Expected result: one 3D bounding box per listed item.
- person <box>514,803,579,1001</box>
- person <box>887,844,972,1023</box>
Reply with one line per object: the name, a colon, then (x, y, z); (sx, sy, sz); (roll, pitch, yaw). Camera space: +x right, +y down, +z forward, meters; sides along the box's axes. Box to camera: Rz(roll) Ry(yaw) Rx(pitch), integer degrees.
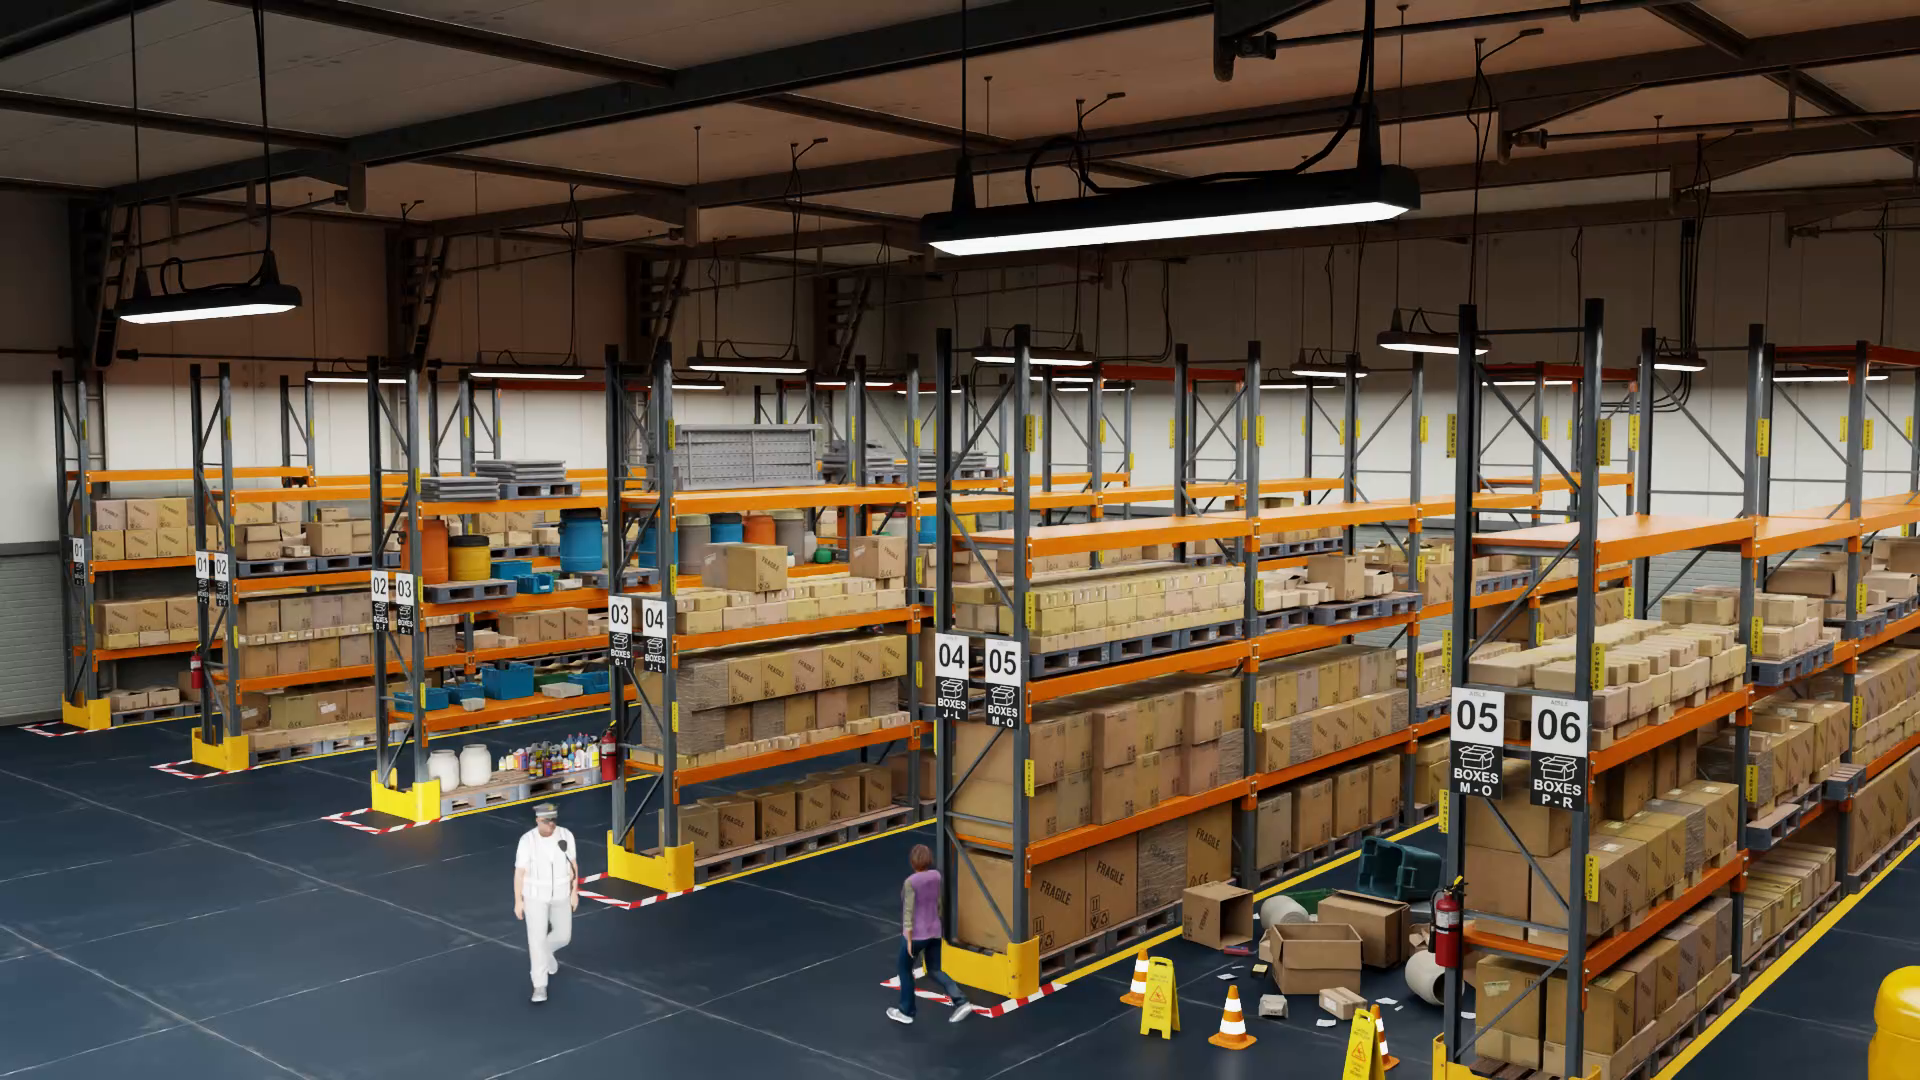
person: (-3.747, 3.211, 15.080); (0.573, 1.720, 0.923); (-2, 5, -29)
person: (-0.285, 3.353, 14.068); (0.847, 1.560, 0.416); (4, 6, 42)
